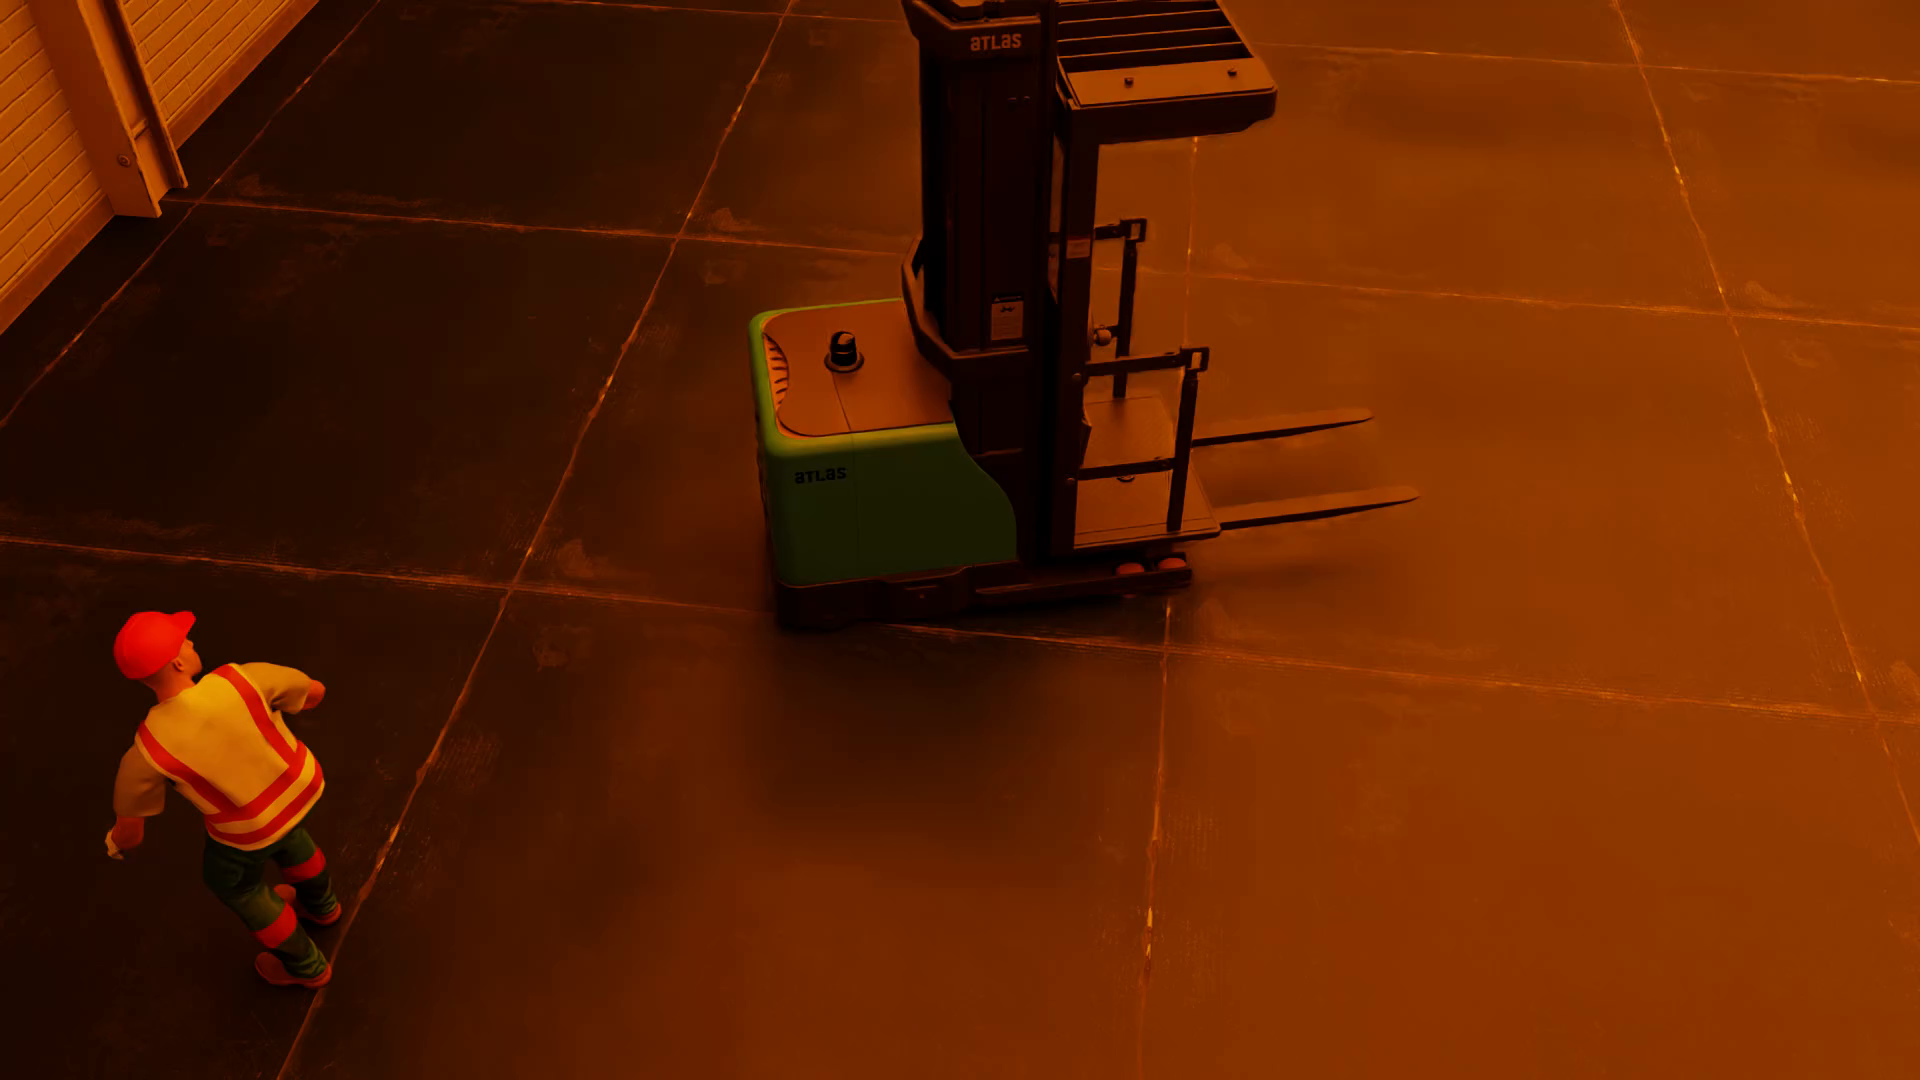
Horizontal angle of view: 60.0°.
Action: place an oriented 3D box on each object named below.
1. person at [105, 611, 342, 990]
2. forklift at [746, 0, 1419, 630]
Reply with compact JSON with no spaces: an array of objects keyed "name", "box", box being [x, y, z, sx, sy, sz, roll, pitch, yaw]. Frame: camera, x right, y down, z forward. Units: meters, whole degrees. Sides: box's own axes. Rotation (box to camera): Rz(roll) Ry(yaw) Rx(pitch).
[{"name":"person","box":[-2.471,0.892,5.660,0.520,1.728,0.763,24,48,24]},{"name":"forklift","box":[0.603,-1.161,6.988,3.031,2.935,1.130,-7,43,-7]}]
